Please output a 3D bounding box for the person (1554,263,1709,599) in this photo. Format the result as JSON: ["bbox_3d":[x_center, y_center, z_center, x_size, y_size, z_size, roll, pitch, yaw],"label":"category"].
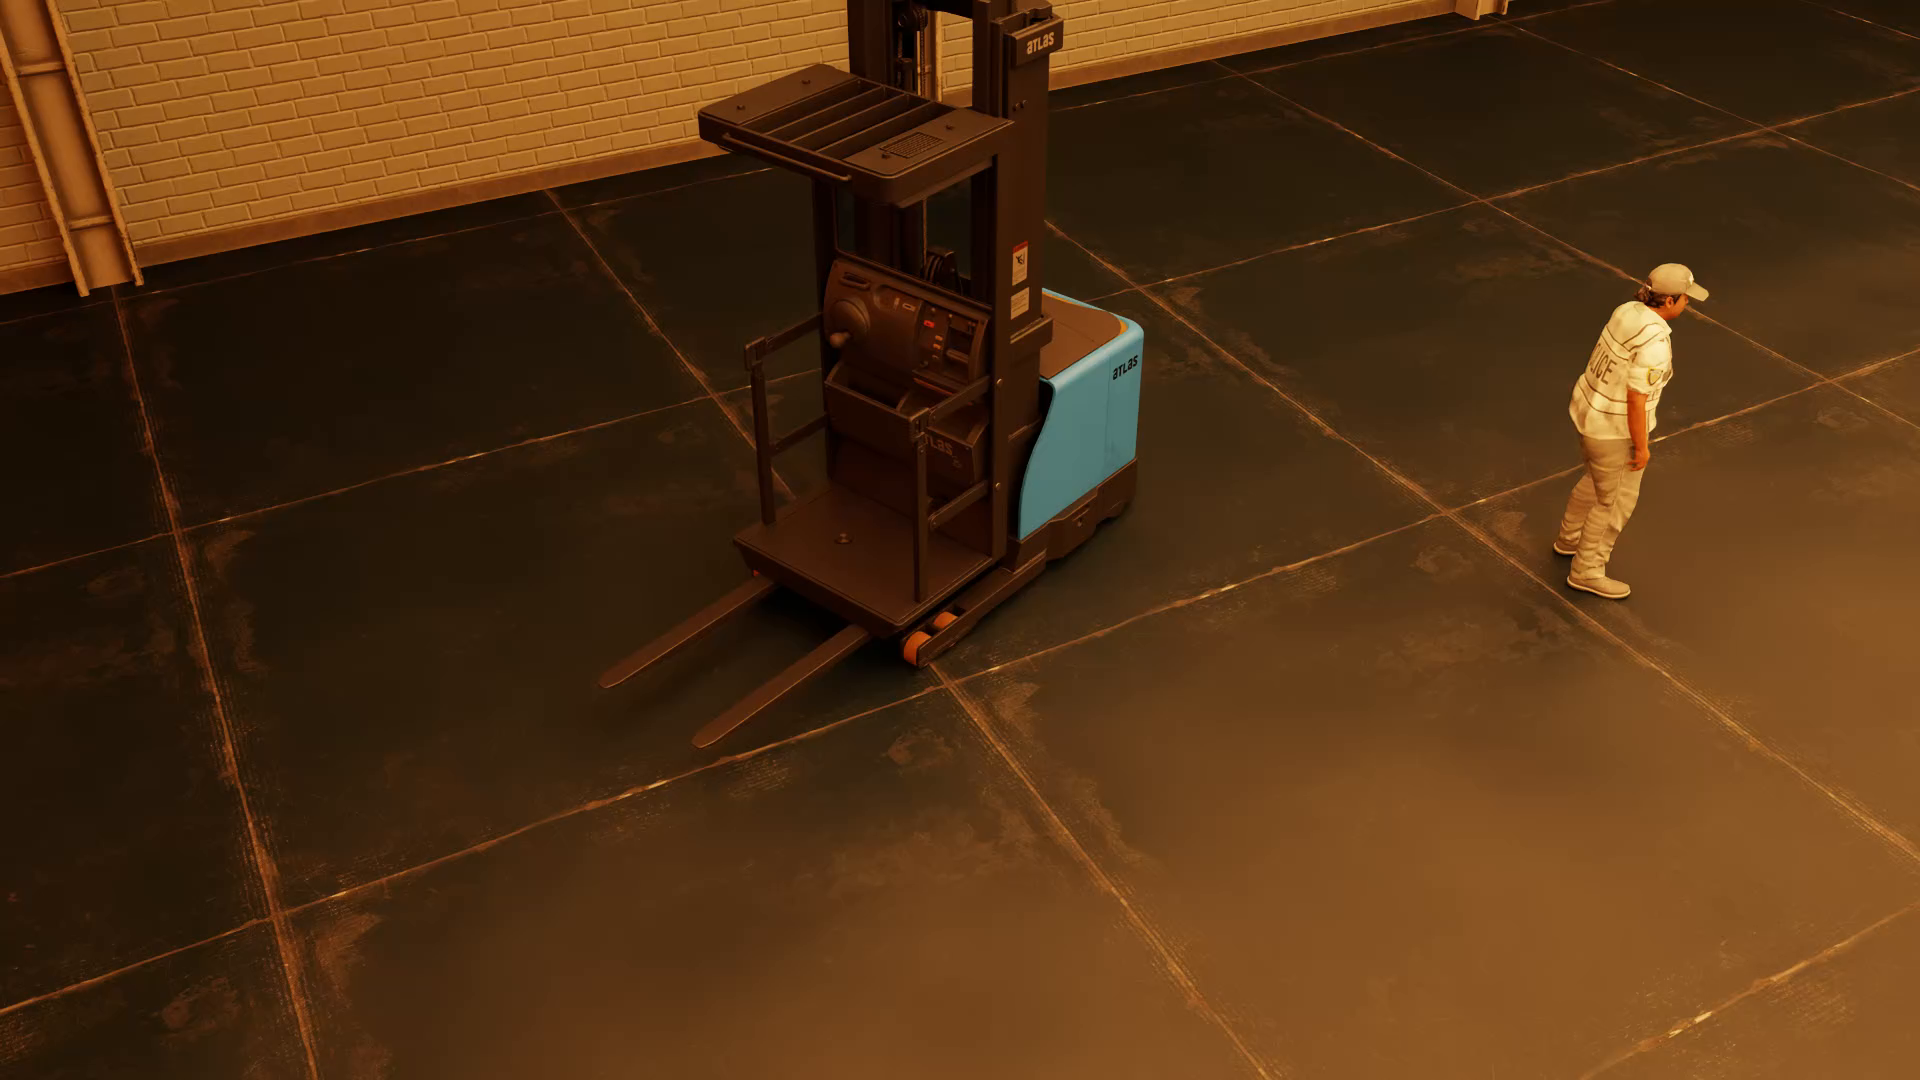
[{"bbox_3d":[3.188,-0.547,7.995,0.463,1.667,0.563,2,35,2],"label":"person"}]

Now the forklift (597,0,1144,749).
[{"bbox_3d":[-0.390,-0.927,7.434,1.130,2.935,3.031,26,43,31],"label":"forklift"}]
